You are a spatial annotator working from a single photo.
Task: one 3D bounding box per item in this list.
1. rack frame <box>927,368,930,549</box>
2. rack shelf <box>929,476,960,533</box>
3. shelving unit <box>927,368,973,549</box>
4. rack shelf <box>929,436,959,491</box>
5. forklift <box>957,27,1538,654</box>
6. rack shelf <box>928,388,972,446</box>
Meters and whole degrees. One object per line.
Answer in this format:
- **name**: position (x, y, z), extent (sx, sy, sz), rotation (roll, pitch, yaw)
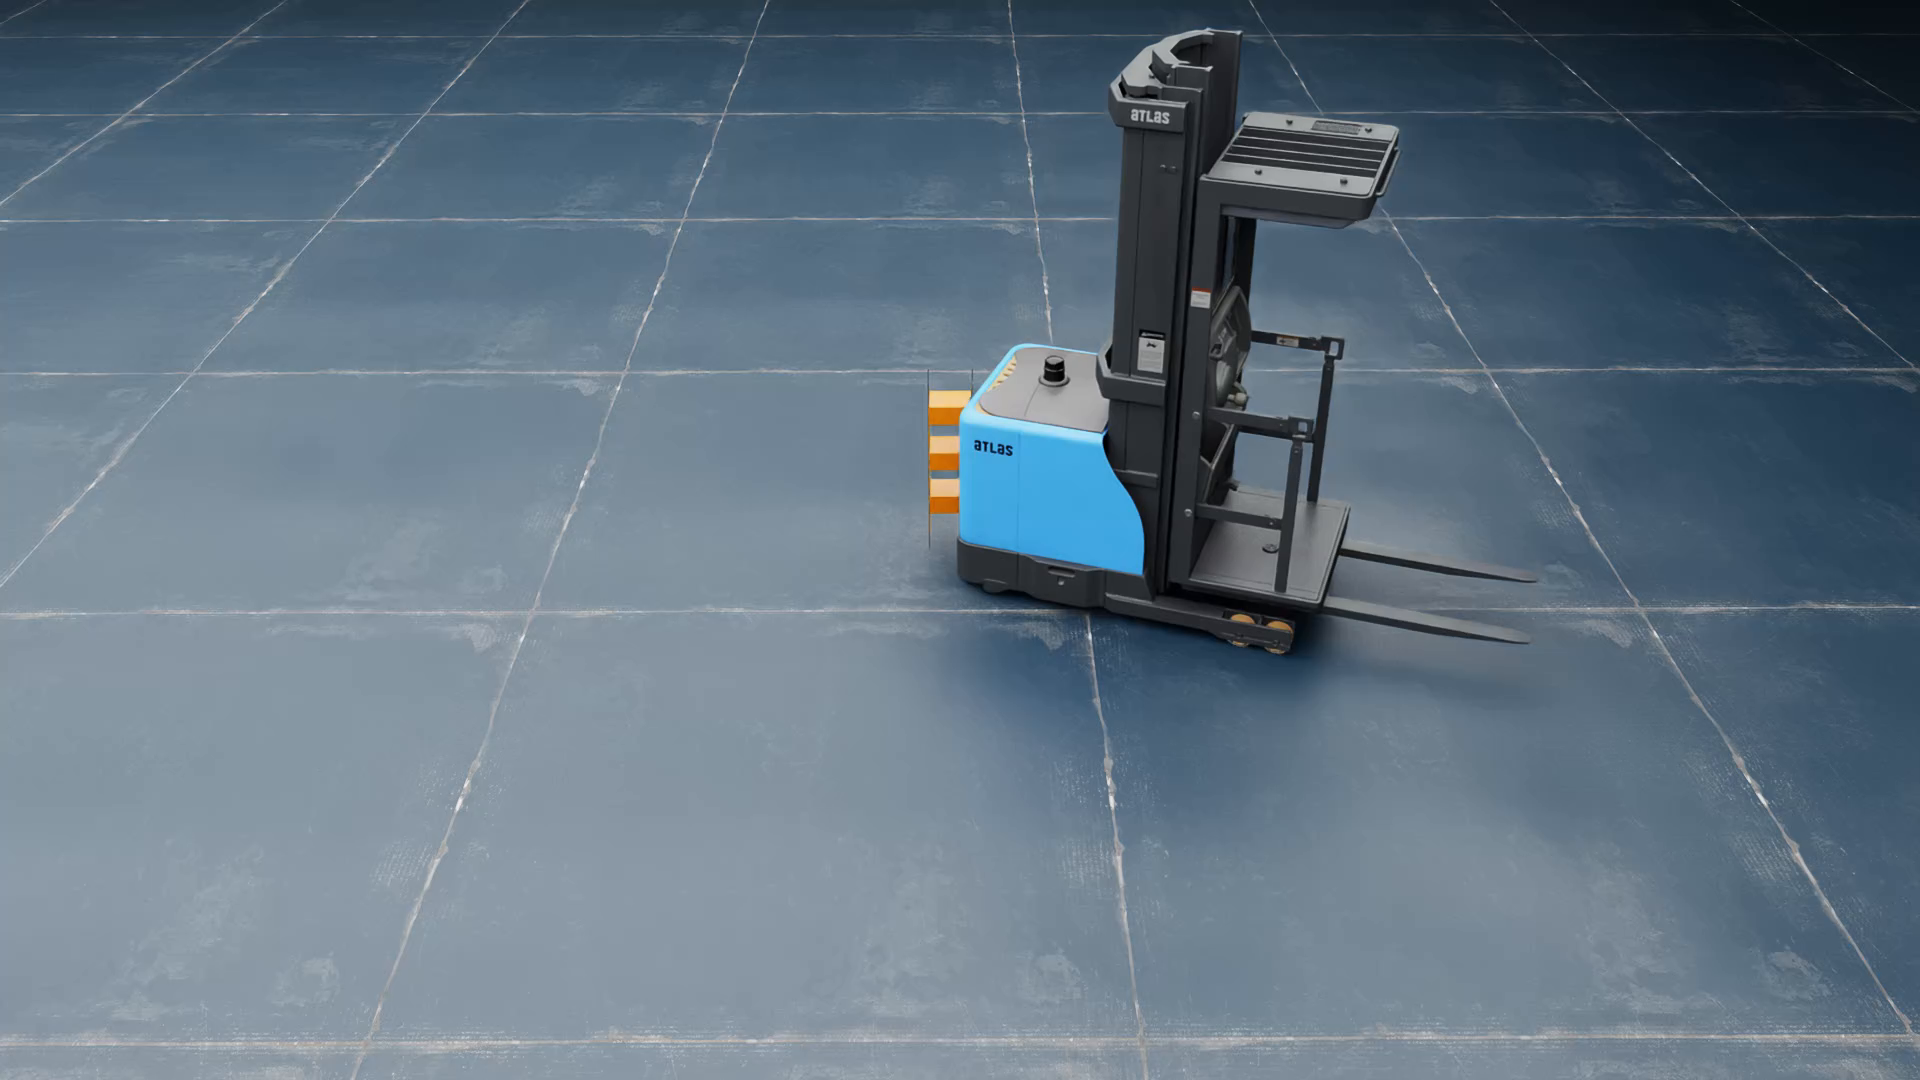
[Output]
- **rack frame**: position (-0.176, -0.448, 9.366), extent (0.008, 1.050, 0.200), rotation (0, 31, 0)
- **rack shelf**: position (-0.054, -0.202, 9.516), extent (0.240, 0.259, 0.215), rotation (0, 31, 0)
- **shelving unit**: position (-0.054, -0.449, 9.367), extent (0.252, 1.050, 0.215), rotation (0, 31, 0)
- **rack shelf**: position (-0.054, -0.440, 9.372), extent (0.240, 0.259, 0.215), rotation (0, 31, 0)
- **forklift**: position (1.556, -0.973, 8.417), extent (3.031, 2.935, 1.130), rotation (10, 33, 17)
- **rack shelf**: position (-0.054, -0.682, 9.225), extent (0.240, 0.259, 0.215), rotation (0, 31, 0)
